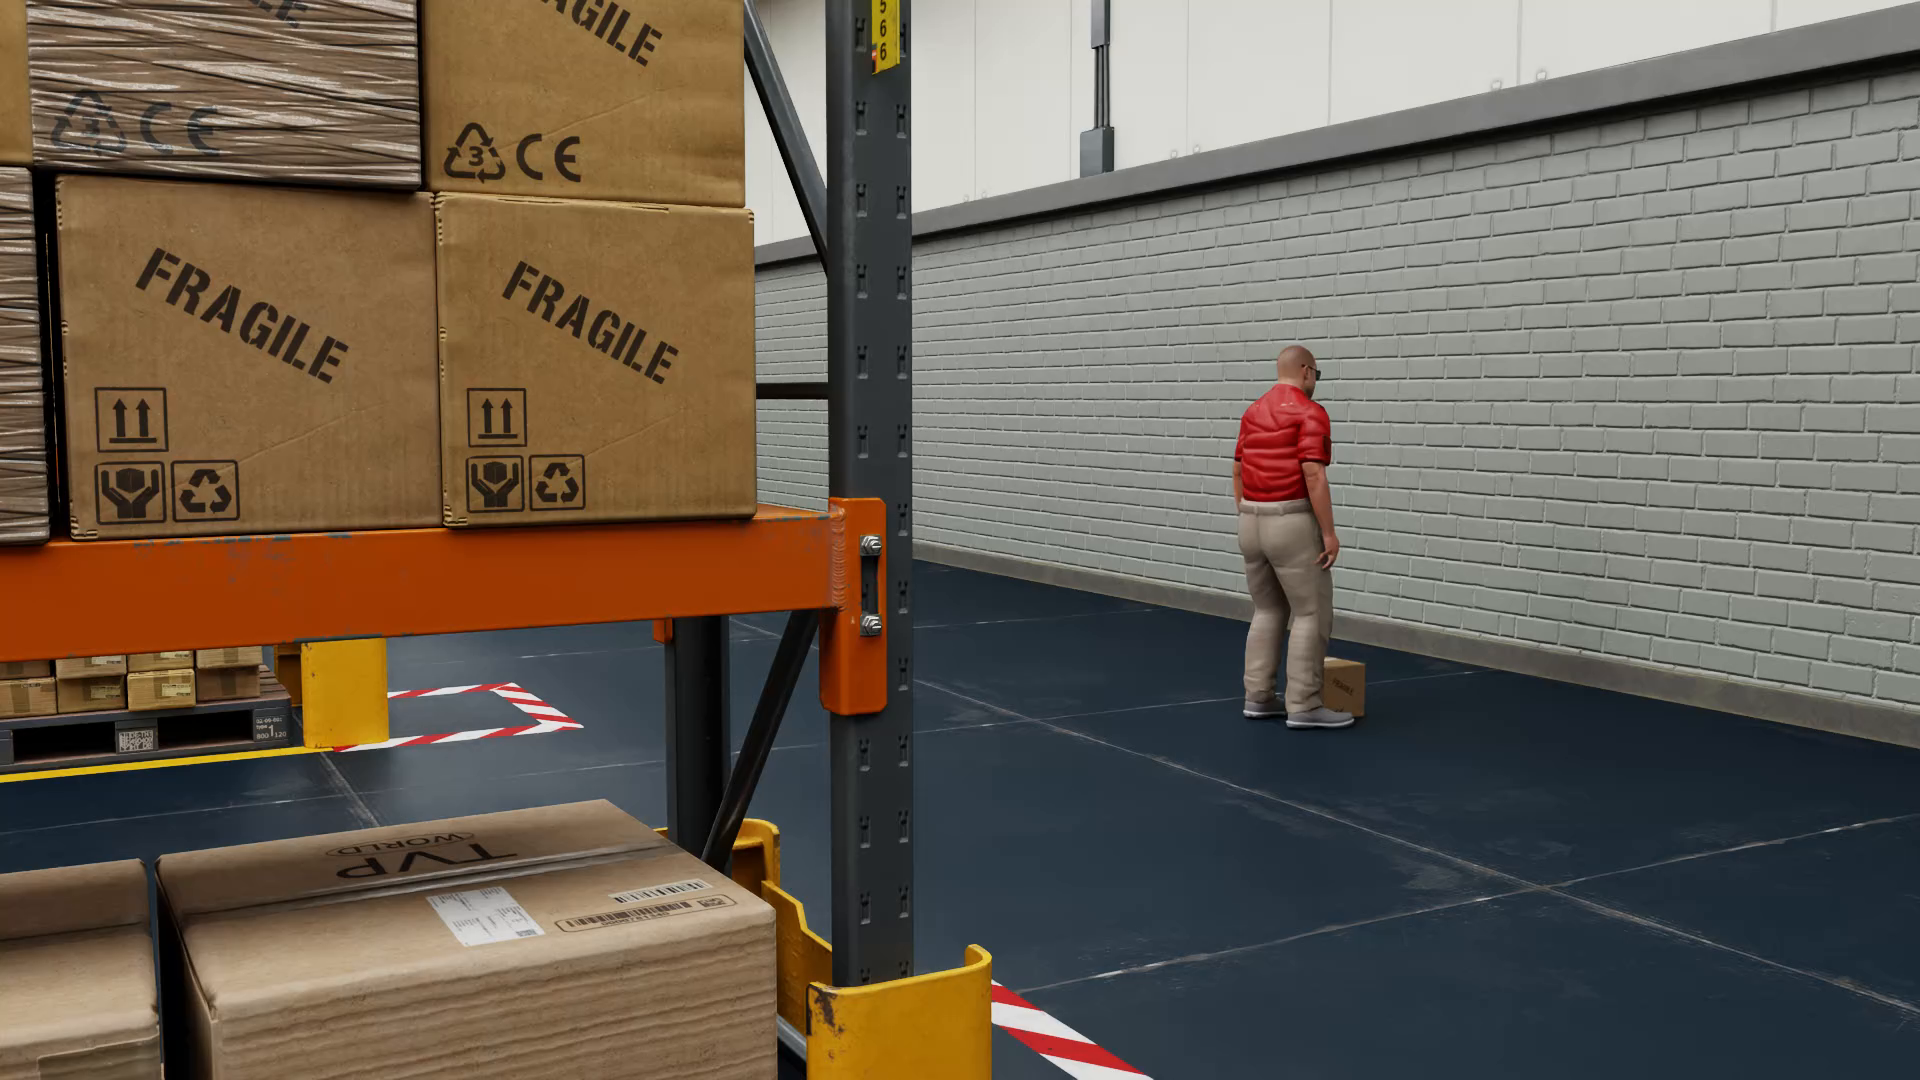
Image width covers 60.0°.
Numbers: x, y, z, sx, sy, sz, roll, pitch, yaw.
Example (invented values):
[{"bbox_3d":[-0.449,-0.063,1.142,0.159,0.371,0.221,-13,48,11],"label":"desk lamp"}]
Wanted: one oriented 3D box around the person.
[{"bbox_3d":[1.501,-0.025,7.624,0.392,1.725,0.590,-3,6,-31],"label":"person"}]
